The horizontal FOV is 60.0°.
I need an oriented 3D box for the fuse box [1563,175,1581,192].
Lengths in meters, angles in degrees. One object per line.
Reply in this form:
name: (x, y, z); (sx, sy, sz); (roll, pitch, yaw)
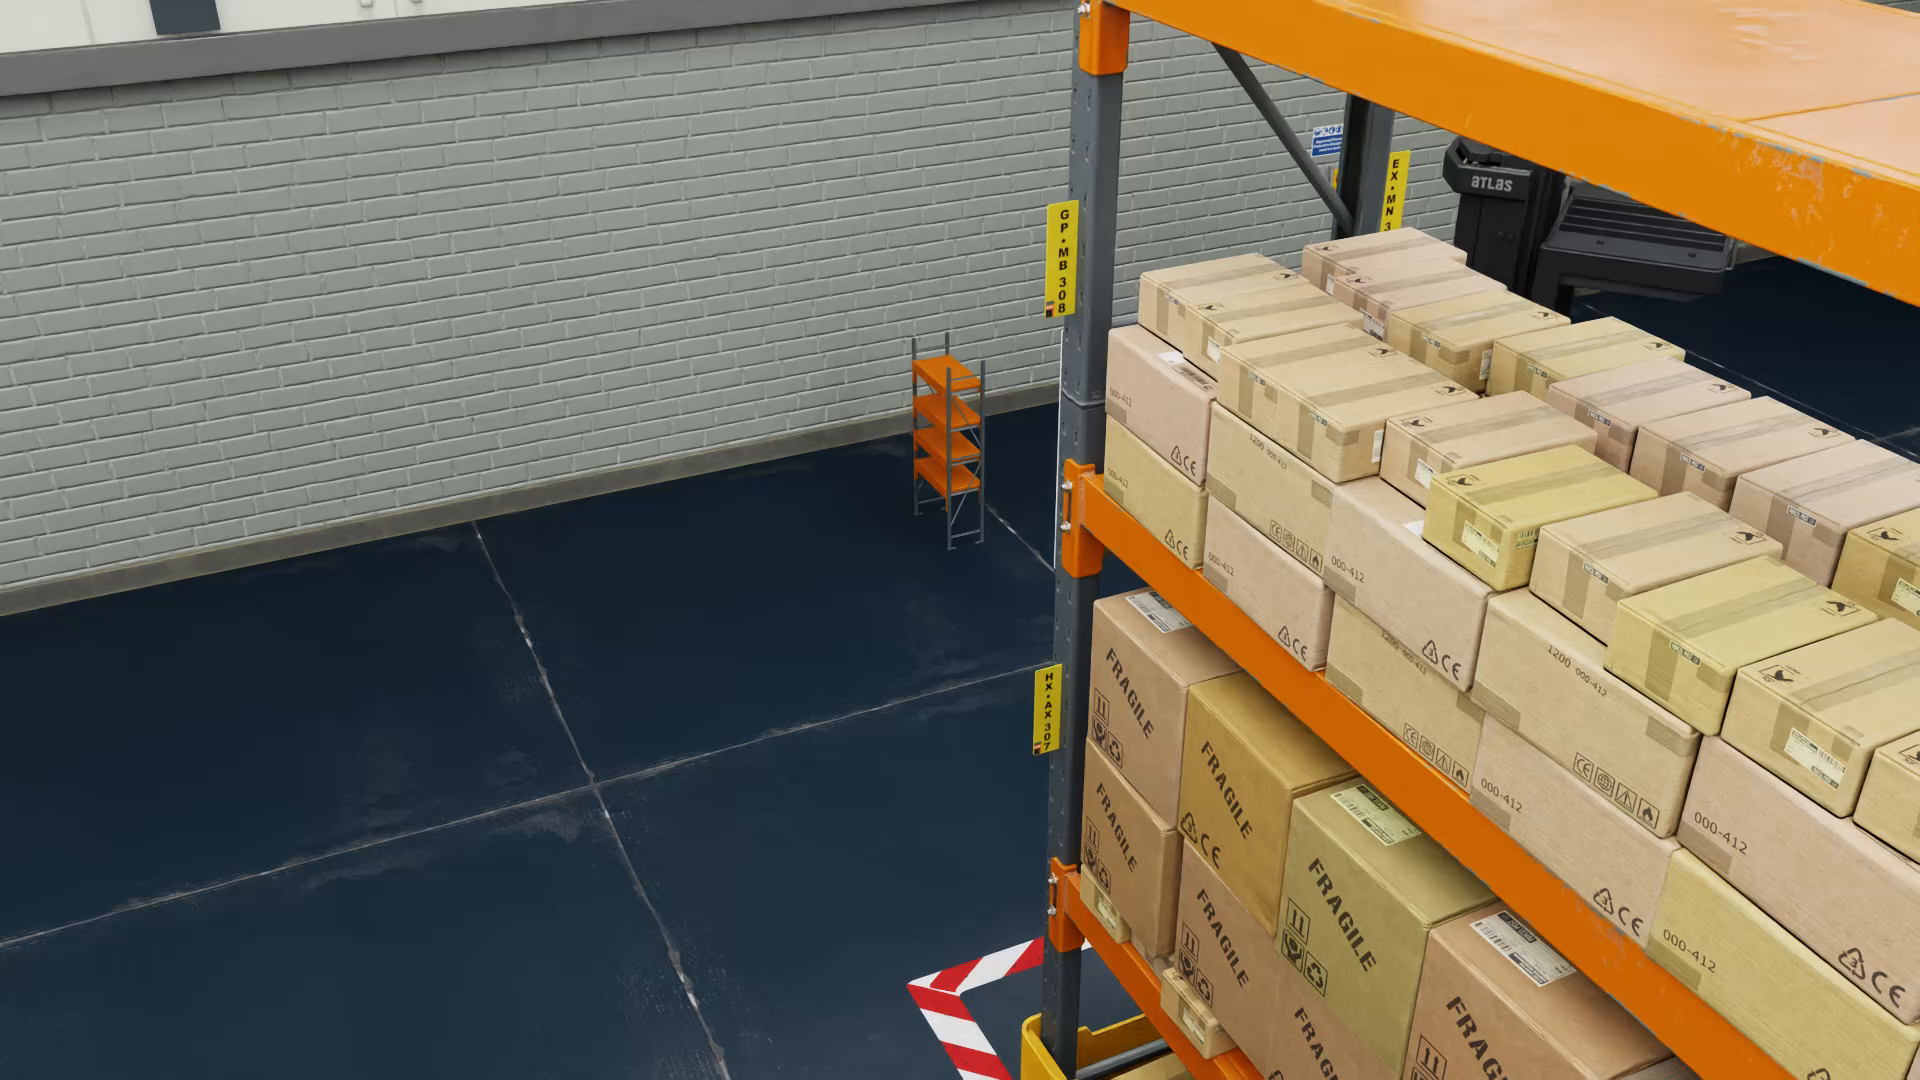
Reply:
fuse box: (4.717, -2.579, 13.072); (0.539, 1.711, 0.414); (-13, 32, -22)

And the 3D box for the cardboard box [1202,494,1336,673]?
cardboard box: (0.956, 0.049, 4.156); (0.500, 0.250, 0.500); (-12, 31, -20)

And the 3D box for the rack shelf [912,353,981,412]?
rack shelf: (-0.071, -0.939, 9.868); (0.258, 0.148, 0.480); (-13, 32, -22)

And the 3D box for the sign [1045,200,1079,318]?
sign: (0.282, -0.770, 4.568); (0.100, 0.325, 0.005); (-13, 32, -22)

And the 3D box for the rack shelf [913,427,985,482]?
rack shelf: (-0.071, -0.538, 10.093); (0.258, 0.148, 0.480); (-13, 32, -22)

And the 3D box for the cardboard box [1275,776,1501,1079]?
cardboard box: (1.150, 0.907, 4.111); (0.500, 0.500, 0.500); (-14, 32, -23)

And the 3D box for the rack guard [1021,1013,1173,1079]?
rack guard: (0.805, 1.930, 6.270); (1.175, 0.500, 0.348); (-13, 32, -22)

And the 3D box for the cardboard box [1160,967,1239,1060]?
cardboard box: (0.829, 1.361, 4.985); (0.380, 0.149, 0.250); (-14, 32, -23)

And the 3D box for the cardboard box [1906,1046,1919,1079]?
cardboard box: (1.831, 0.947, 2.554); (0.500, 0.250, 0.500); (-13, 32, -22)

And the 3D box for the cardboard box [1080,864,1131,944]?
cardboard box: (0.615, 1.127, 5.402); (0.380, 0.149, 0.250); (-13, 32, -22)

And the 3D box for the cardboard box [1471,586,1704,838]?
cardboard box: (1.375, 0.273, 3.245); (0.500, 0.250, 0.500); (-14, 32, -24)

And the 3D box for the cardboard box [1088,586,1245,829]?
cardboard box: (0.725, 0.451, 4.924); (0.500, 0.500, 0.500); (-13, 32, -22)

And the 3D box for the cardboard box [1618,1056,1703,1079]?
cardboard box: (1.609, 1.356, 3.309); (0.500, 0.500, 0.500); (-12, 32, -21)

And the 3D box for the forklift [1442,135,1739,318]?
forklift: (3.118, -0.599, 8.294); (3.031, 2.935, 1.130); (13, 32, 22)

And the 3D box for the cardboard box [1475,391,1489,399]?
cardboard box: (1.420, -0.279, 4.230); (0.500, 0.250, 0.500); (-14, 32, -23)

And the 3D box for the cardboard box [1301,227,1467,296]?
cardboard box: (1.180, -0.744, 4.650); (0.380, 0.149, 0.250); (-13, 32, -22)

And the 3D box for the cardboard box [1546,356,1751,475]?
cardboard box: (1.574, -0.283, 3.828); (0.380, 0.149, 0.250); (-14, 32, -23)

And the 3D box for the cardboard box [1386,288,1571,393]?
cardboard box: (1.308, -0.501, 4.217); (0.380, 0.149, 0.250); (-14, 32, -23)

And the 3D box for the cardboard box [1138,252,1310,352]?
cardboard box: (0.705, -0.638, 4.461); (0.380, 0.149, 0.250); (-13, 32, -22)

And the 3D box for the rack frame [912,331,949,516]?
rack frame: (-0.176, -0.704, 10.252); (0.240, 1.200, 0.015); (-13, 32, -22)

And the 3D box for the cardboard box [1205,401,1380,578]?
cardboard box: (0.951, -0.176, 4.046); (0.500, 0.250, 0.500); (-13, 32, -23)

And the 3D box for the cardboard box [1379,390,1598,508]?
cardboard box: (1.159, -0.187, 3.658); (0.380, 0.149, 0.250); (-12, 31, -21)

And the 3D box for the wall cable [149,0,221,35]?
wall cable: (-3.066, -5.439, 7.432); (2.277, 5.999, 0.120); (-13, 32, -22)

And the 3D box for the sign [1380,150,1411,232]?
sign: (1.282, -0.996, 4.961); (0.100, 0.325, 0.005); (-13, 32, -22)

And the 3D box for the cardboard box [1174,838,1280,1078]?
cardboard box: (0.968, 1.120, 4.752); (0.500, 0.500, 0.500); (-13, 32, -22)

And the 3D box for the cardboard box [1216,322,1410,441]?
cardboard box: (0.849, -0.386, 4.013); (0.380, 0.149, 0.250); (-13, 32, -22)

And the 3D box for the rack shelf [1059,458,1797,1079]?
rack shelf: (1.631, 0.695, 3.586); (1.077, 0.370, 4.000); (-13, 32, -22)

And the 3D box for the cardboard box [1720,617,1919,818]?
cardboard box: (1.529, 0.291, 2.804); (0.380, 0.149, 0.250); (-13, 32, -22)

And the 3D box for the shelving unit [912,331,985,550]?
shelving unit: (-0.071, -0.596, 10.060); (0.258, 1.200, 0.503); (-13, 32, -22)

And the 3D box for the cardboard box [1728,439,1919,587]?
cardboard box: (1.821, -0.059, 3.430); (0.380, 0.149, 0.250); (-14, 32, -23)

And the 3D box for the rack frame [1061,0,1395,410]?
rack frame: (0.772, -1.811, 4.251); (1.000, 3.000, 0.127); (-13, 32, -22)

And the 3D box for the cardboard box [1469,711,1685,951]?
cardboard box: (1.401, 0.504, 3.344); (0.500, 0.250, 0.500); (-13, 32, -22)

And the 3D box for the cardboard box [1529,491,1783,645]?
cardboard box: (1.345, 0.054, 3.227); (0.380, 0.149, 0.250); (-12, 31, -20)
